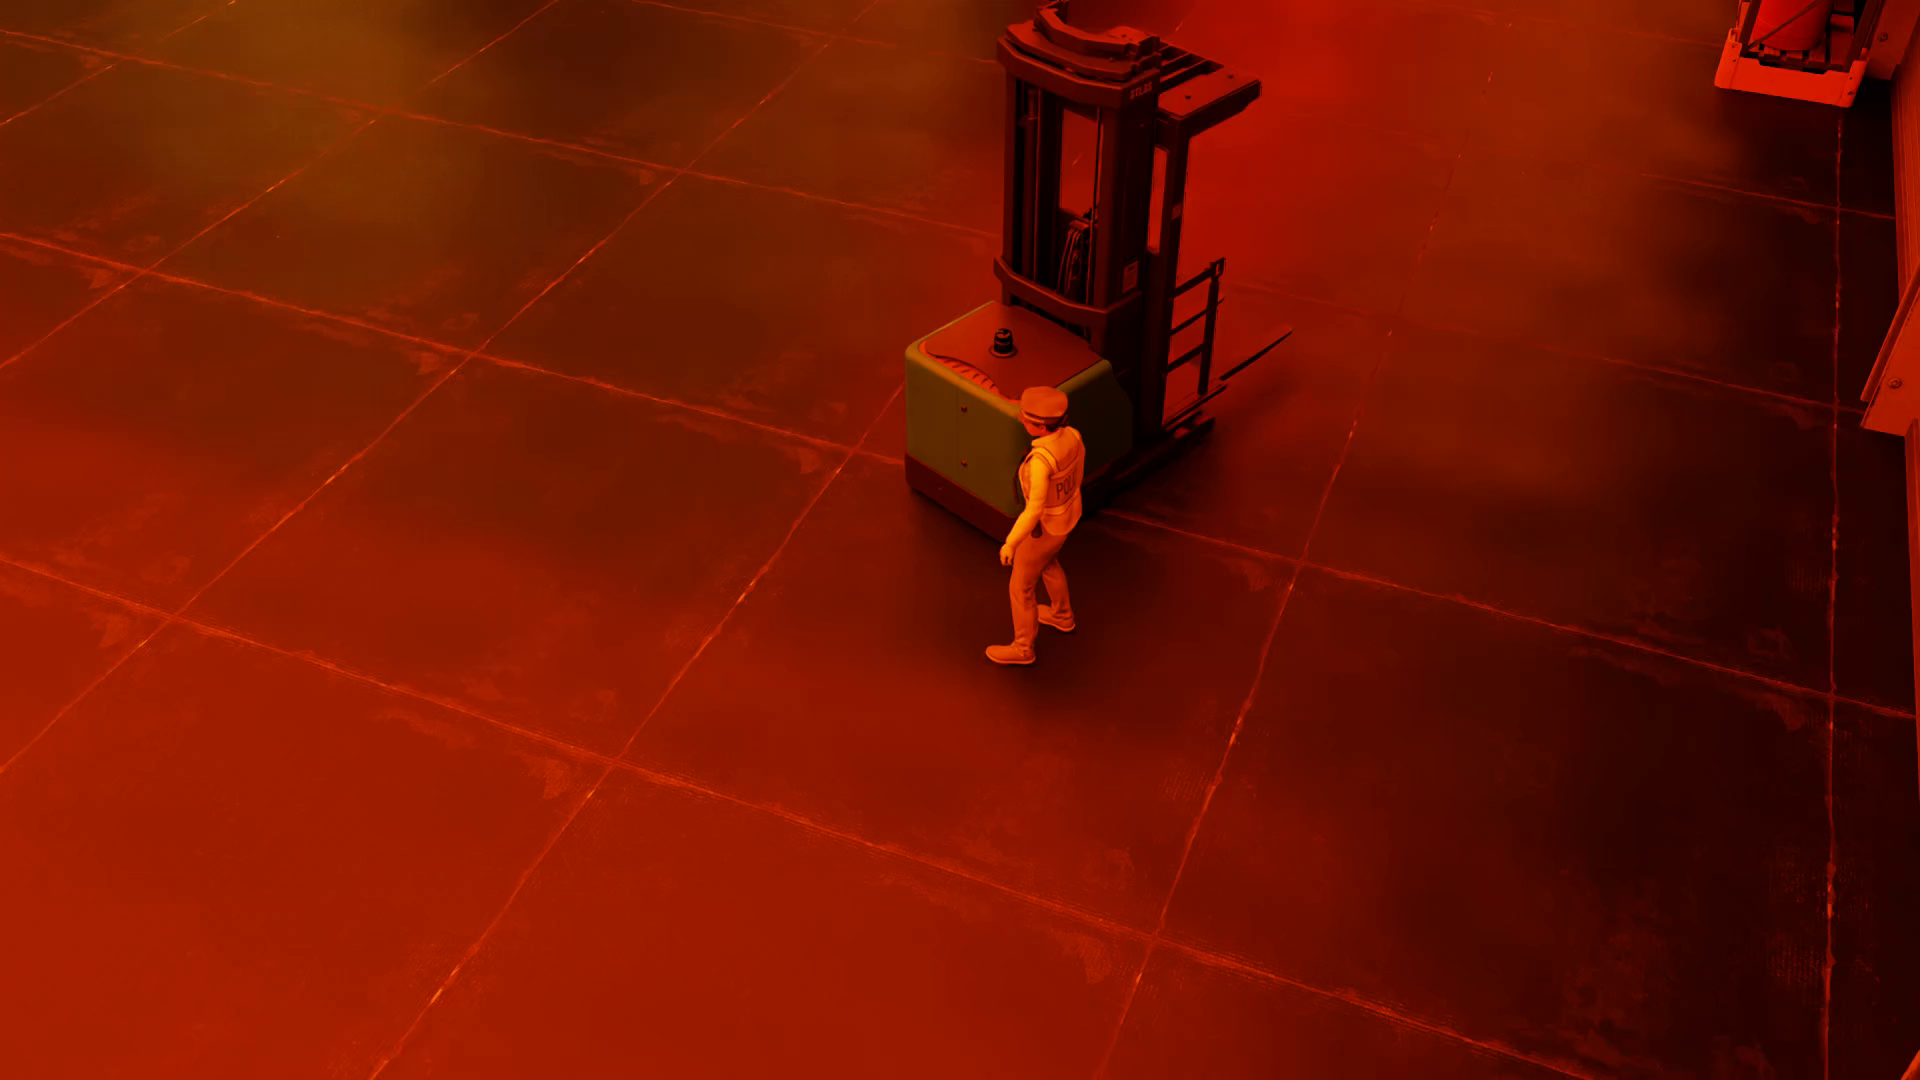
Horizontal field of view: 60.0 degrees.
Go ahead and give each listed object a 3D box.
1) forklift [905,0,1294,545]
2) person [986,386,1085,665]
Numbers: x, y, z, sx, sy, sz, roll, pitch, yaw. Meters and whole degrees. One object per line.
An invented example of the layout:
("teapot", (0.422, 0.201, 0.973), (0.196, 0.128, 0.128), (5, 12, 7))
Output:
("forklift", (1.048, -1.913, 10.292), (3.031, 2.935, 1.130), (-33, 50, -33))
("person", (0.455, -0.097, 9.131), (0.381, 1.643, 0.702), (18, 43, 20))
